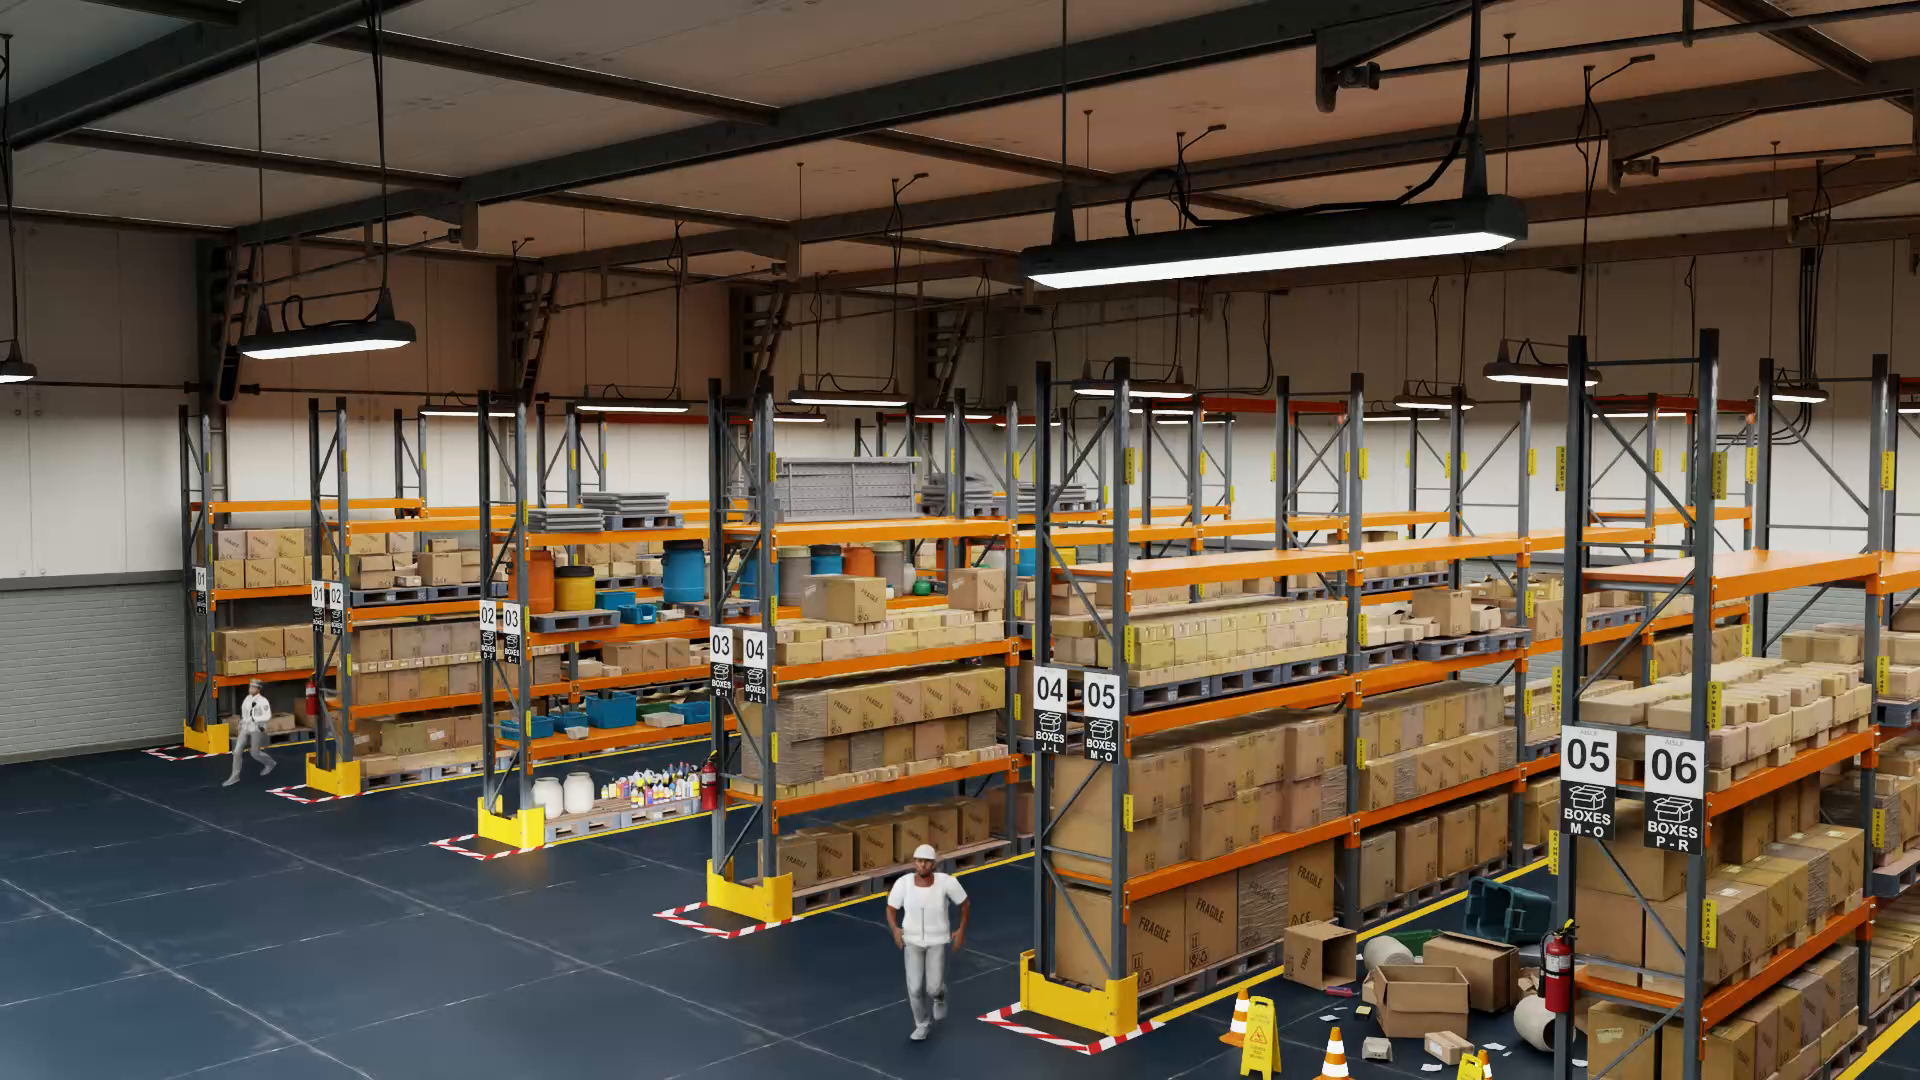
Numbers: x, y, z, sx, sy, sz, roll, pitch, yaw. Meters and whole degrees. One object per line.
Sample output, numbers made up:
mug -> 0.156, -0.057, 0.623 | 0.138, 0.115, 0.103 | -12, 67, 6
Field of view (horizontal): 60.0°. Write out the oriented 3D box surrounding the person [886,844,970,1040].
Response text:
person -> -0.290, 3.528, 14.676 | 0.746, 1.718, 0.612 | 0, 3, 5

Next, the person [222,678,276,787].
person -> -10.982, 2.970, 25.949 | 0.647, 1.662, 0.890 | 1, 3, 26
